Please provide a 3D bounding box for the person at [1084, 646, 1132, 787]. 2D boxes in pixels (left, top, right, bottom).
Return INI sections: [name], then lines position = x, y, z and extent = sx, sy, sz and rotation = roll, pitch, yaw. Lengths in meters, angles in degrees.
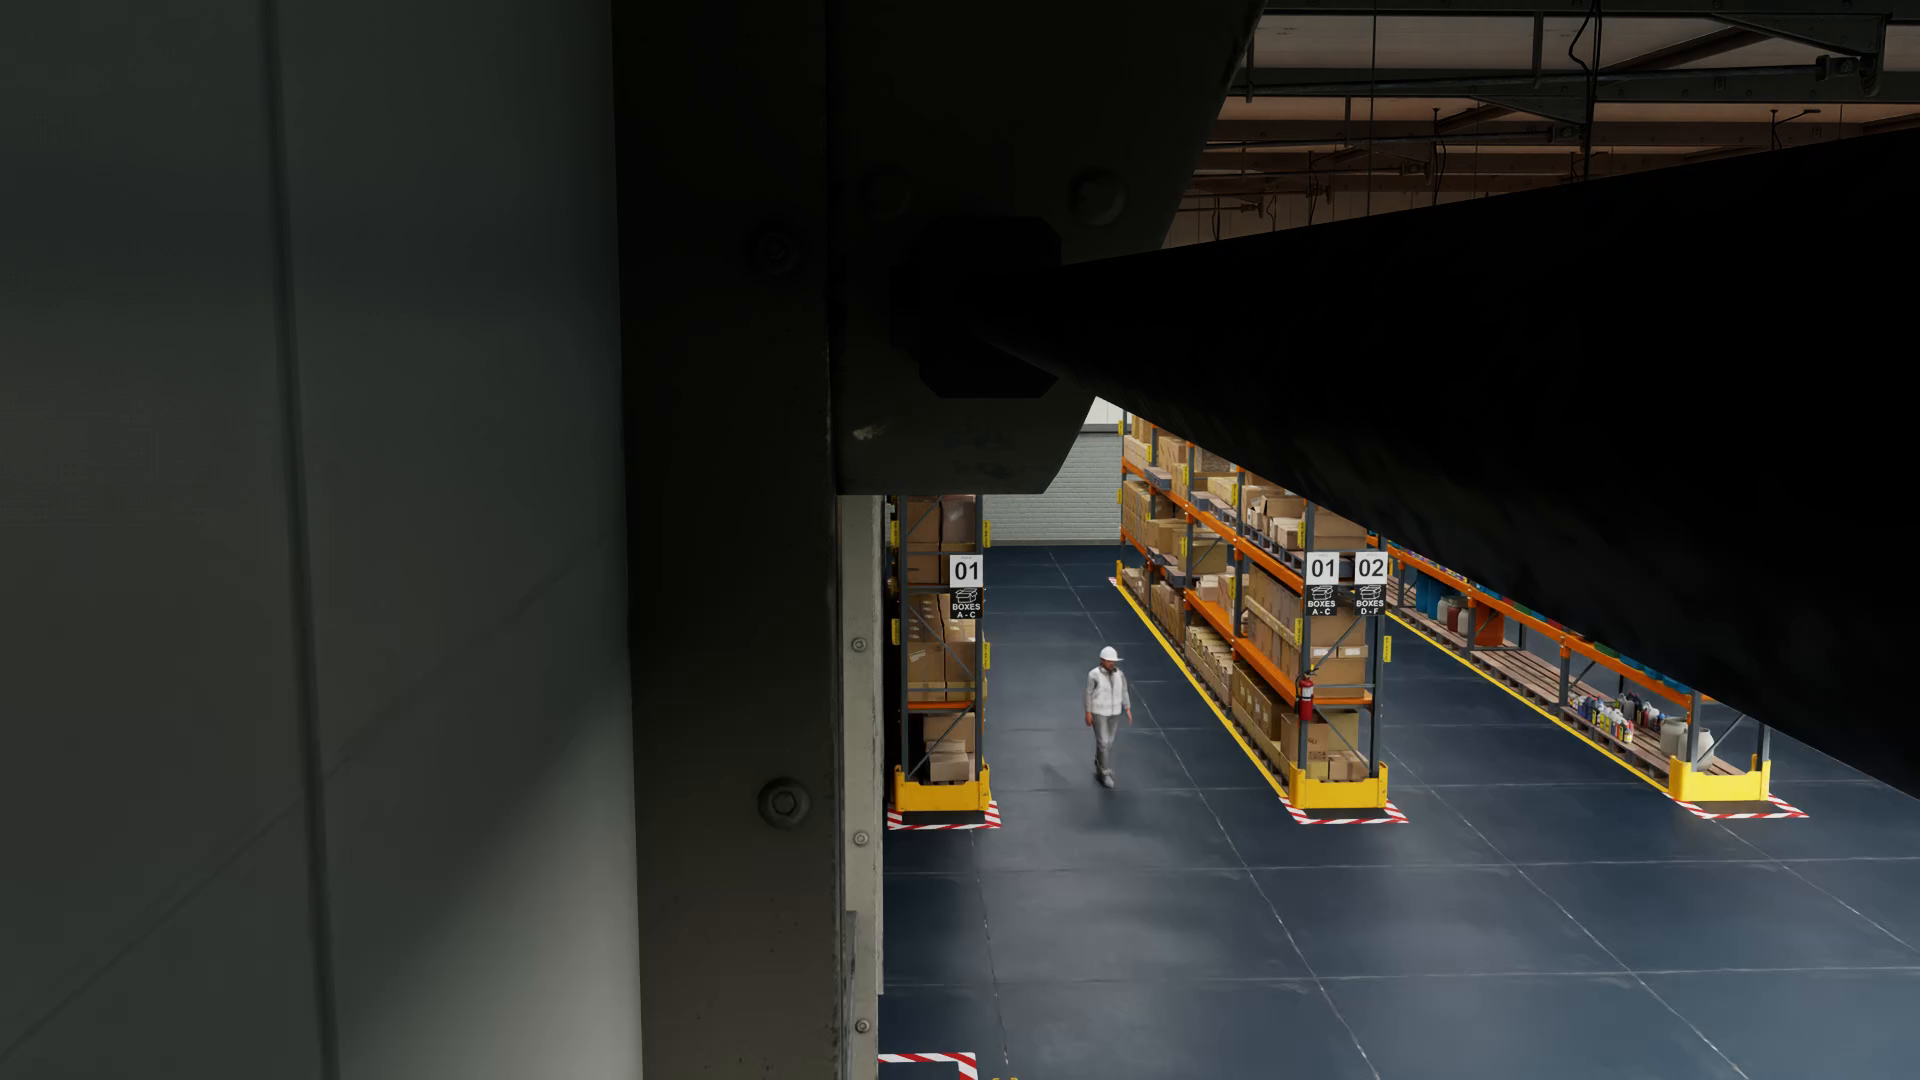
[person]
position = 1.938, 2.271, 21.736
extent = 0.581, 1.786, 0.687
rotation = -4, 9, -26
